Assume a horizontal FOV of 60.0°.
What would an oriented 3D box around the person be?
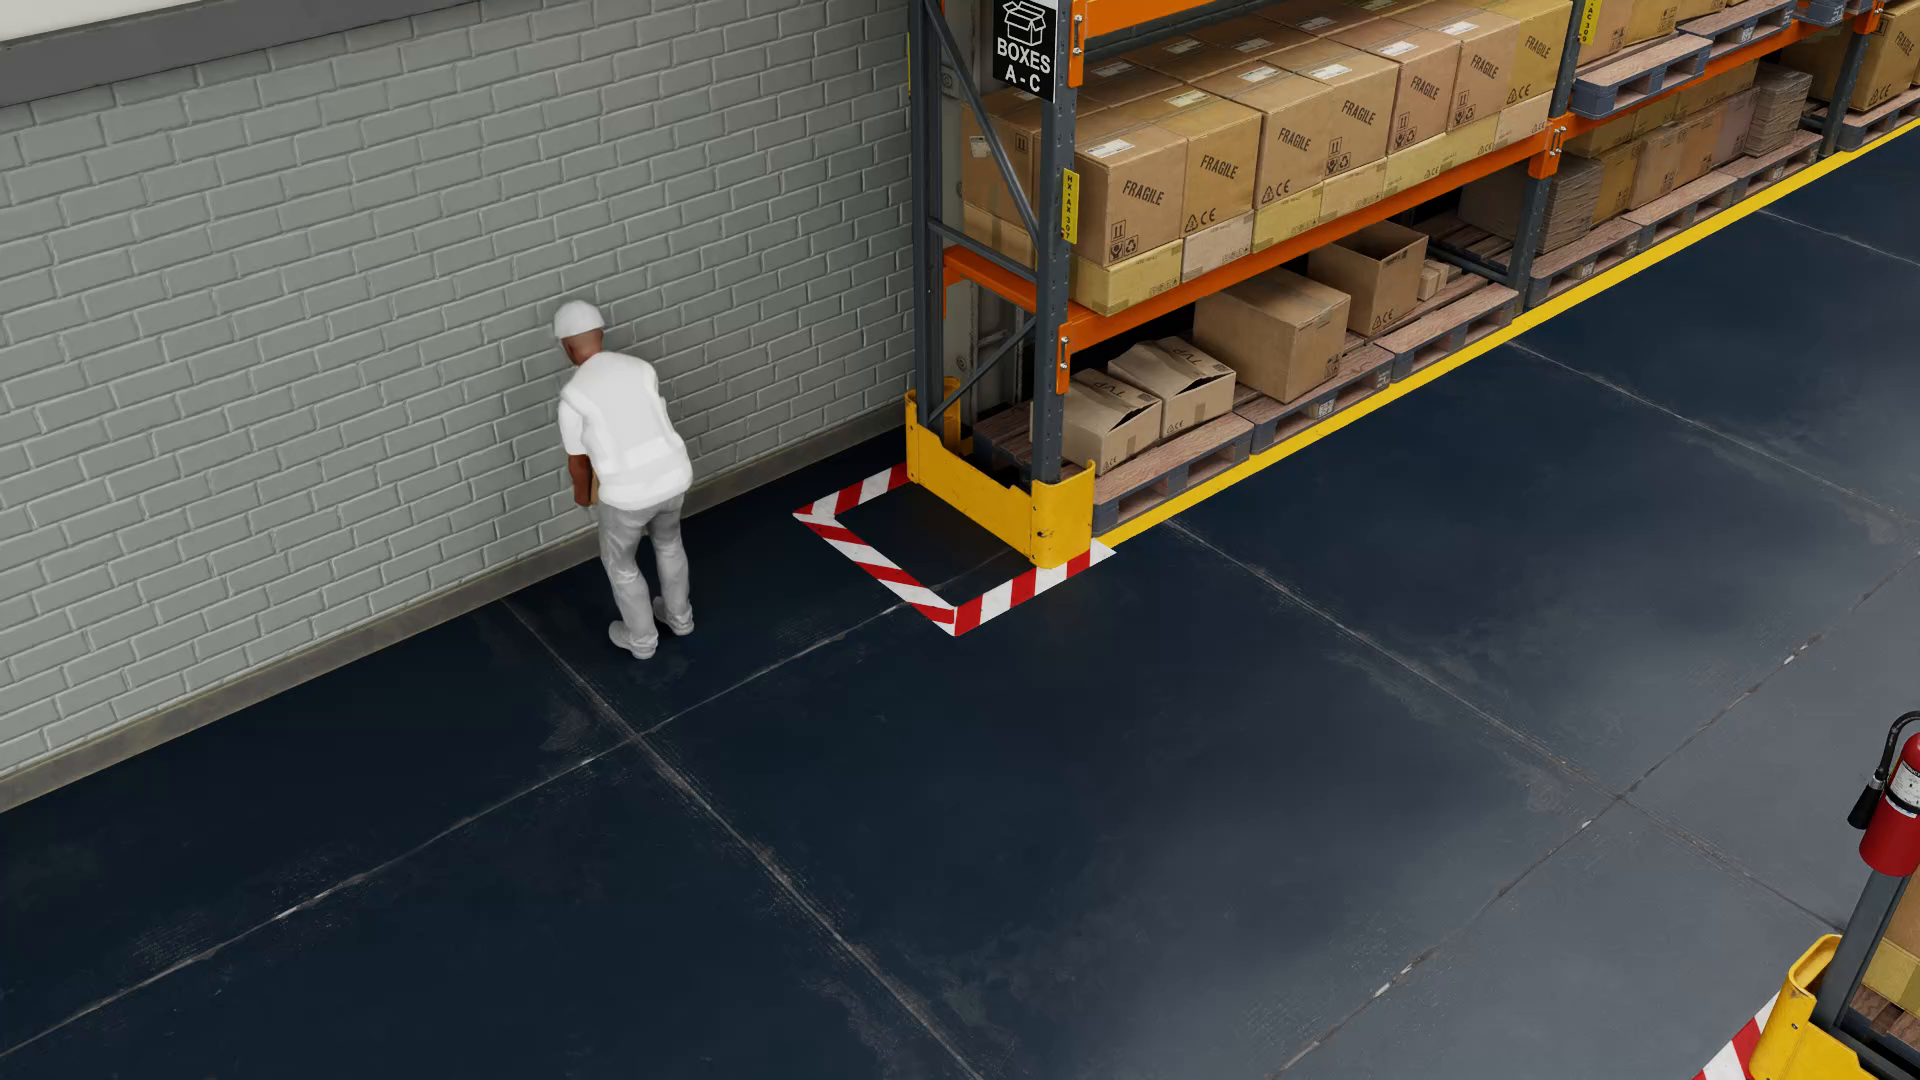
[{"bbox_3d":[-1.502,-0.276,7.481,0.493,1.720,0.606,-27,44,-32],"label":"person"}]
